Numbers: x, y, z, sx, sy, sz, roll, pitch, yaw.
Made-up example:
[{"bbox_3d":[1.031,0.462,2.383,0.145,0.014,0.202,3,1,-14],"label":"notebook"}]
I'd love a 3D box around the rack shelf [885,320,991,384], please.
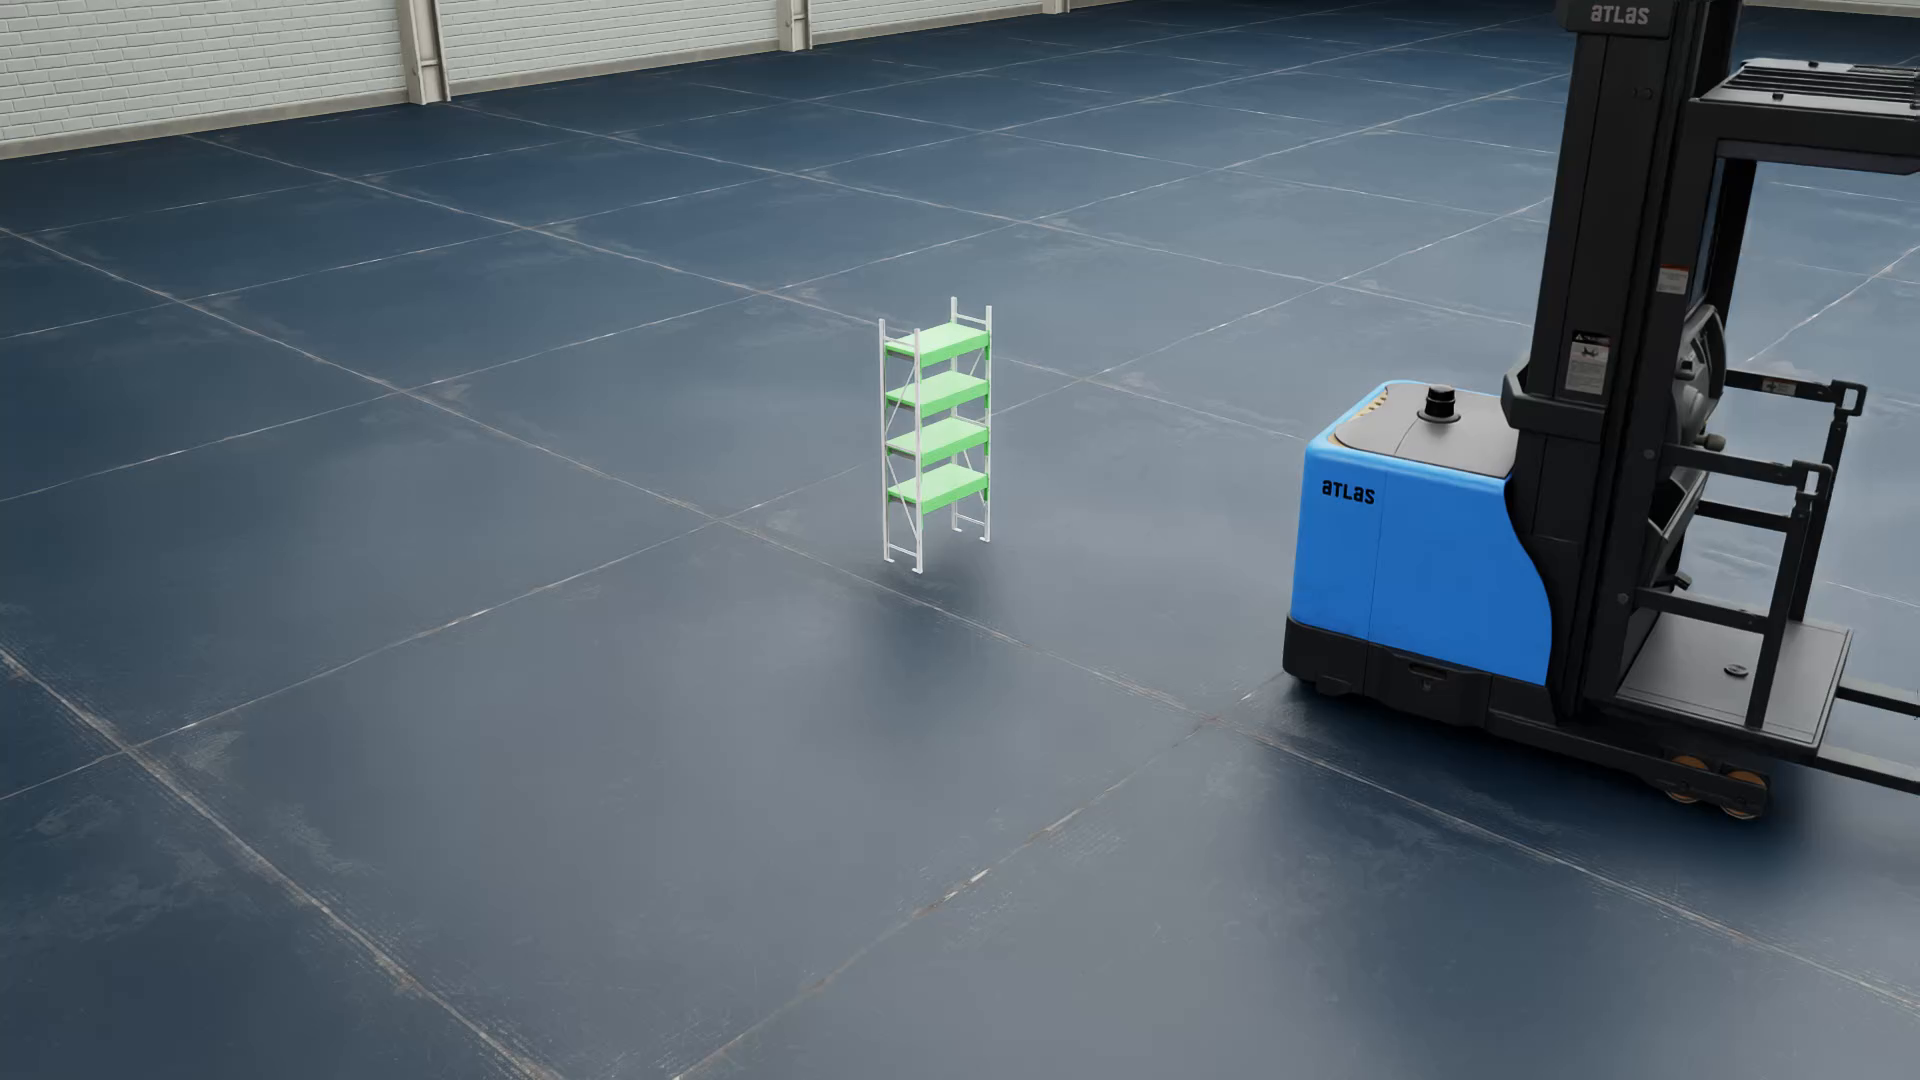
[{"bbox_3d":[-0.110,-0.877,7.722,0.258,0.148,0.480,20,31,38],"label":"rack shelf"}]

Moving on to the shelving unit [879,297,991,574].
[{"bbox_3d":[-0.110,-0.497,7.892,0.258,1.200,0.503,20,31,38],"label":"shelving unit"}]

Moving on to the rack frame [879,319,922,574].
[{"bbox_3d":[-0.273,-0.423,7.726,0.240,1.200,0.015,20,31,38],"label":"rack frame"}]

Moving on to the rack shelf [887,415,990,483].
[{"bbox_3d":[-0.110,-0.439,7.918,0.258,0.148,0.480,20,31,38],"label":"rack shelf"}]

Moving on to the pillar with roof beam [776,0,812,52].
[{"bbox_3d":[0.818,-10.049,19.663,9.100,9.000,0.400,20,31,38],"label":"pillar with roof beam"}]

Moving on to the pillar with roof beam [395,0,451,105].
[{"bbox_3d":[-3.187,-8.221,15.586,9.100,9.000,0.400,20,31,38],"label":"pillar with roof beam"}]

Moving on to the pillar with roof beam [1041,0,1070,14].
[{"bbox_3d":[4.822,-11.877,23.741,9.100,9.000,0.400,20,31,38],"label":"pillar with roof beam"}]

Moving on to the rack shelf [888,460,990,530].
[{"bbox_3d":[-0.110,-0.220,8.016,0.258,0.148,0.480,20,31,38],"label":"rack shelf"}]

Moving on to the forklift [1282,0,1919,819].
[{"bbox_3d":[2.857,-0.579,5.960,3.031,2.935,1.130,15,28,29],"label":"forklift"}]

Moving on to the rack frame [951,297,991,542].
[{"bbox_3d":[0.052,-0.571,8.058,0.240,1.200,0.015,20,31,38],"label":"rack frame"}]

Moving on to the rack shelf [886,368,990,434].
[{"bbox_3d":[-0.110,-0.658,7.820,0.258,0.148,0.480,20,31,38],"label":"rack shelf"}]
